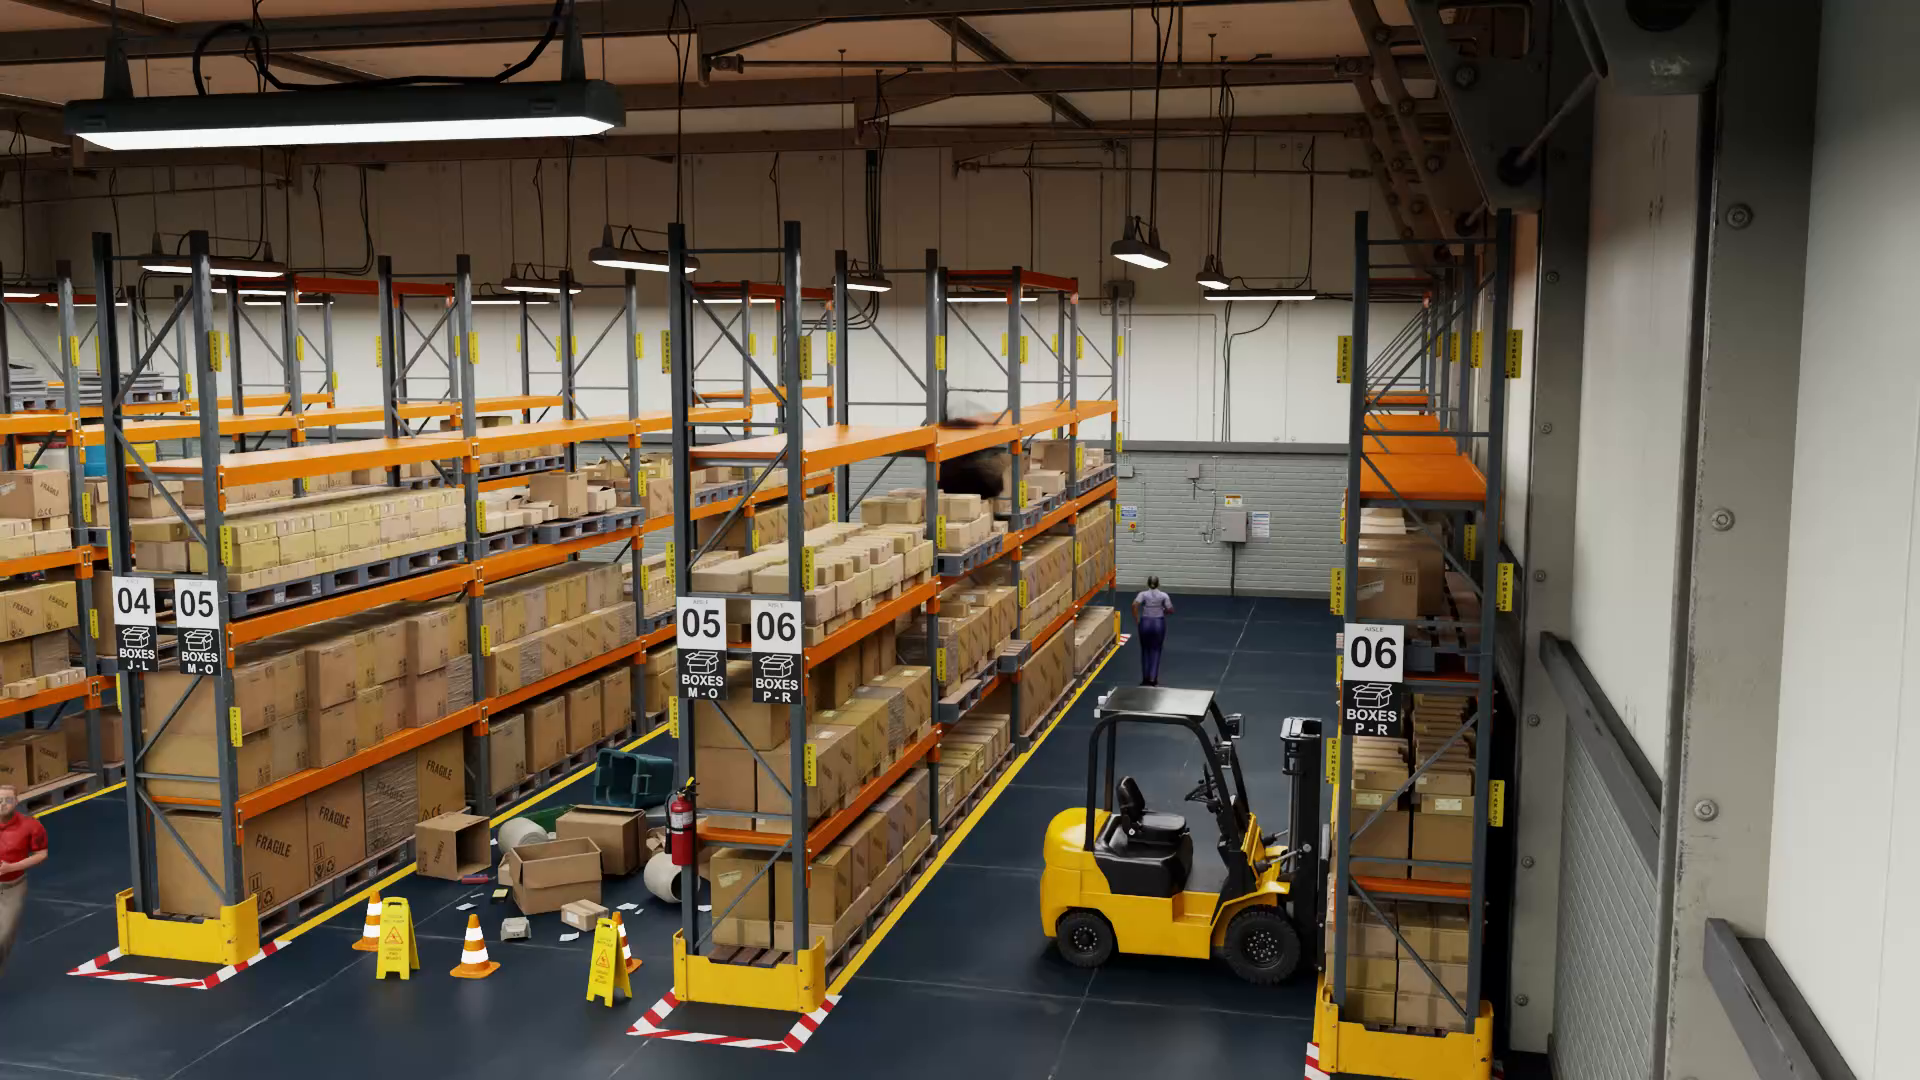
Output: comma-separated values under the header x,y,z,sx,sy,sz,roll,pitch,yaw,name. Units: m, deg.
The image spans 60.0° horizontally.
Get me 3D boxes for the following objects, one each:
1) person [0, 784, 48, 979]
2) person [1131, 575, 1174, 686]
x,y,z,sx,sy,sz,roll,pitch,yaw,name
-7.493,2.764,13.019,0.670,1.749,0.668,-3,8,-25,person
2.856,1.369,24.534,0.573,1.687,0.782,2,7,14,person
